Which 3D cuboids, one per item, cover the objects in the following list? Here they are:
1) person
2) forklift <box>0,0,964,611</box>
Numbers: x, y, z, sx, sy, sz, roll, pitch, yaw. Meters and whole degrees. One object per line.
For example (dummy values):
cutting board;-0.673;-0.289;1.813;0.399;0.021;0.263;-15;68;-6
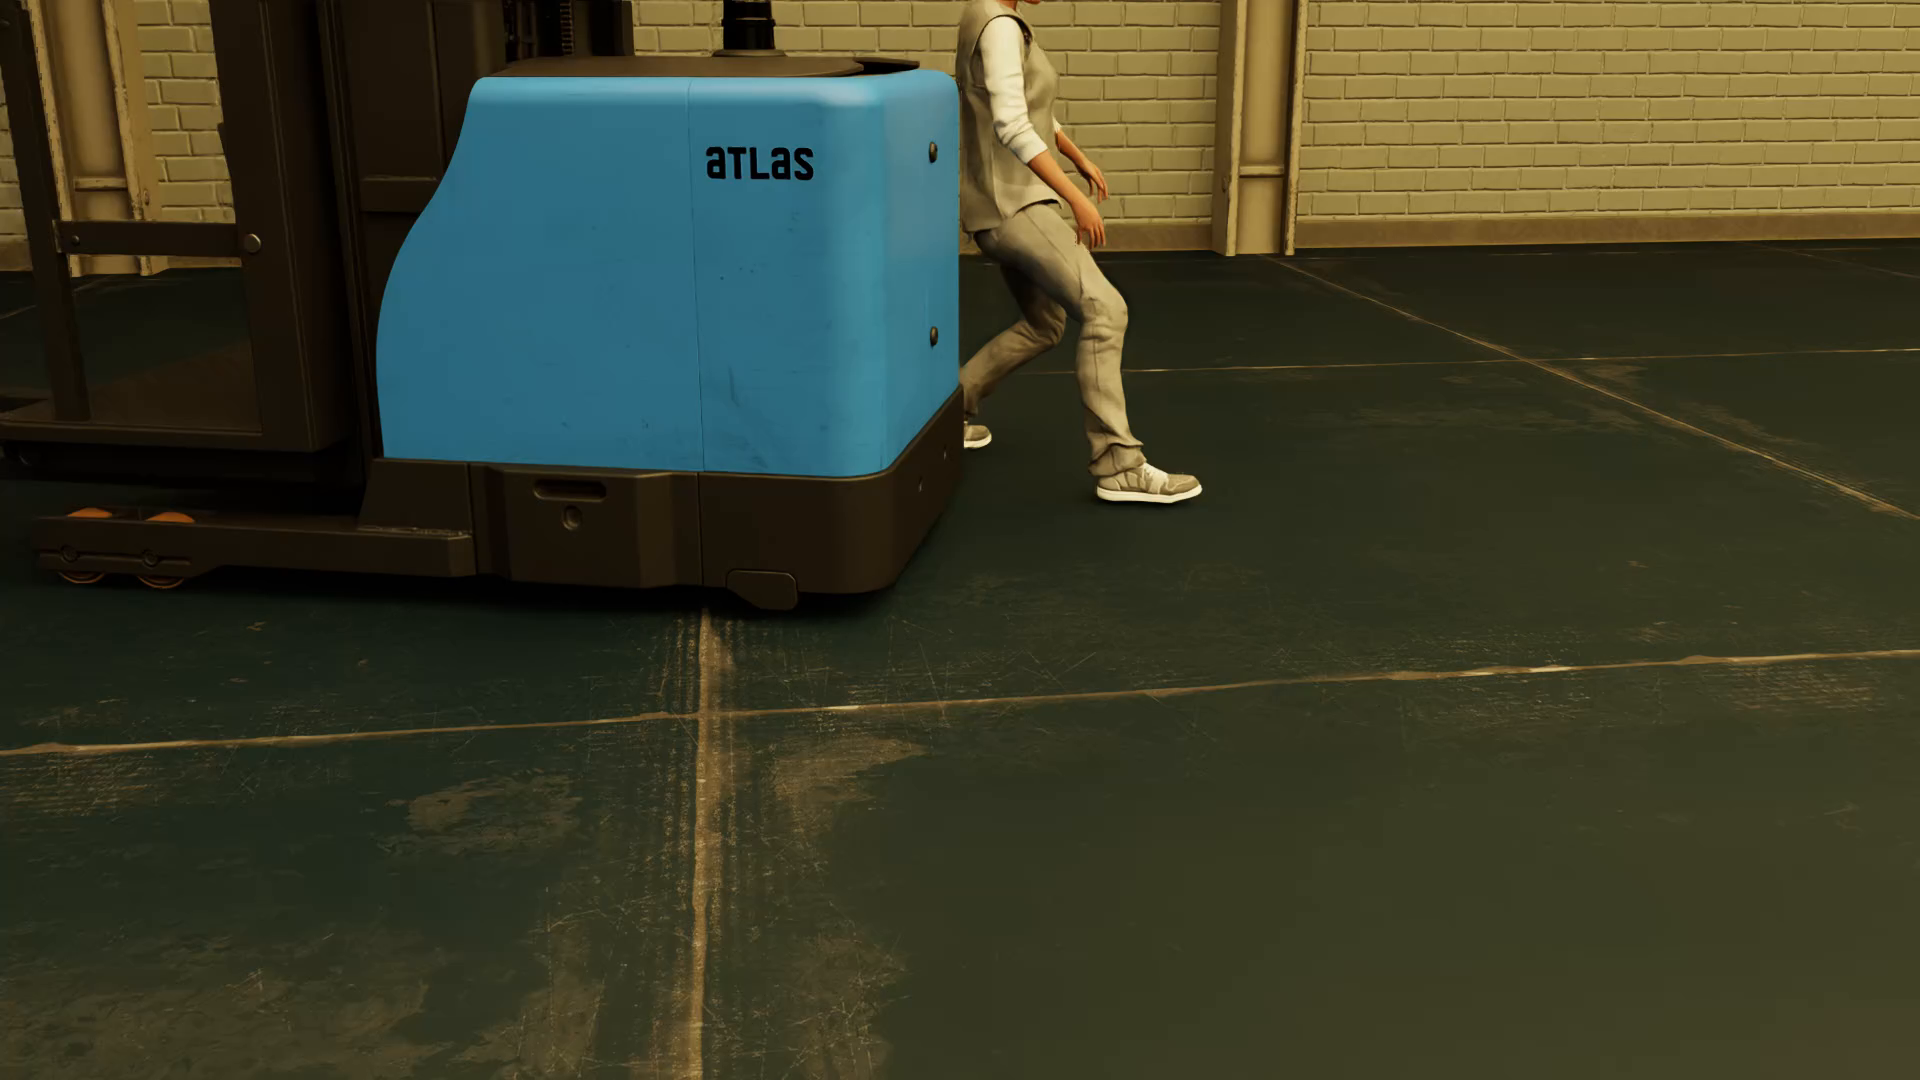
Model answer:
person;0.256;-0.896;4.419;0.785;1.468;0.779;1;17;4
forklift;-1.555;-1.443;3.674;3.031;2.935;1.130;3;17;9
